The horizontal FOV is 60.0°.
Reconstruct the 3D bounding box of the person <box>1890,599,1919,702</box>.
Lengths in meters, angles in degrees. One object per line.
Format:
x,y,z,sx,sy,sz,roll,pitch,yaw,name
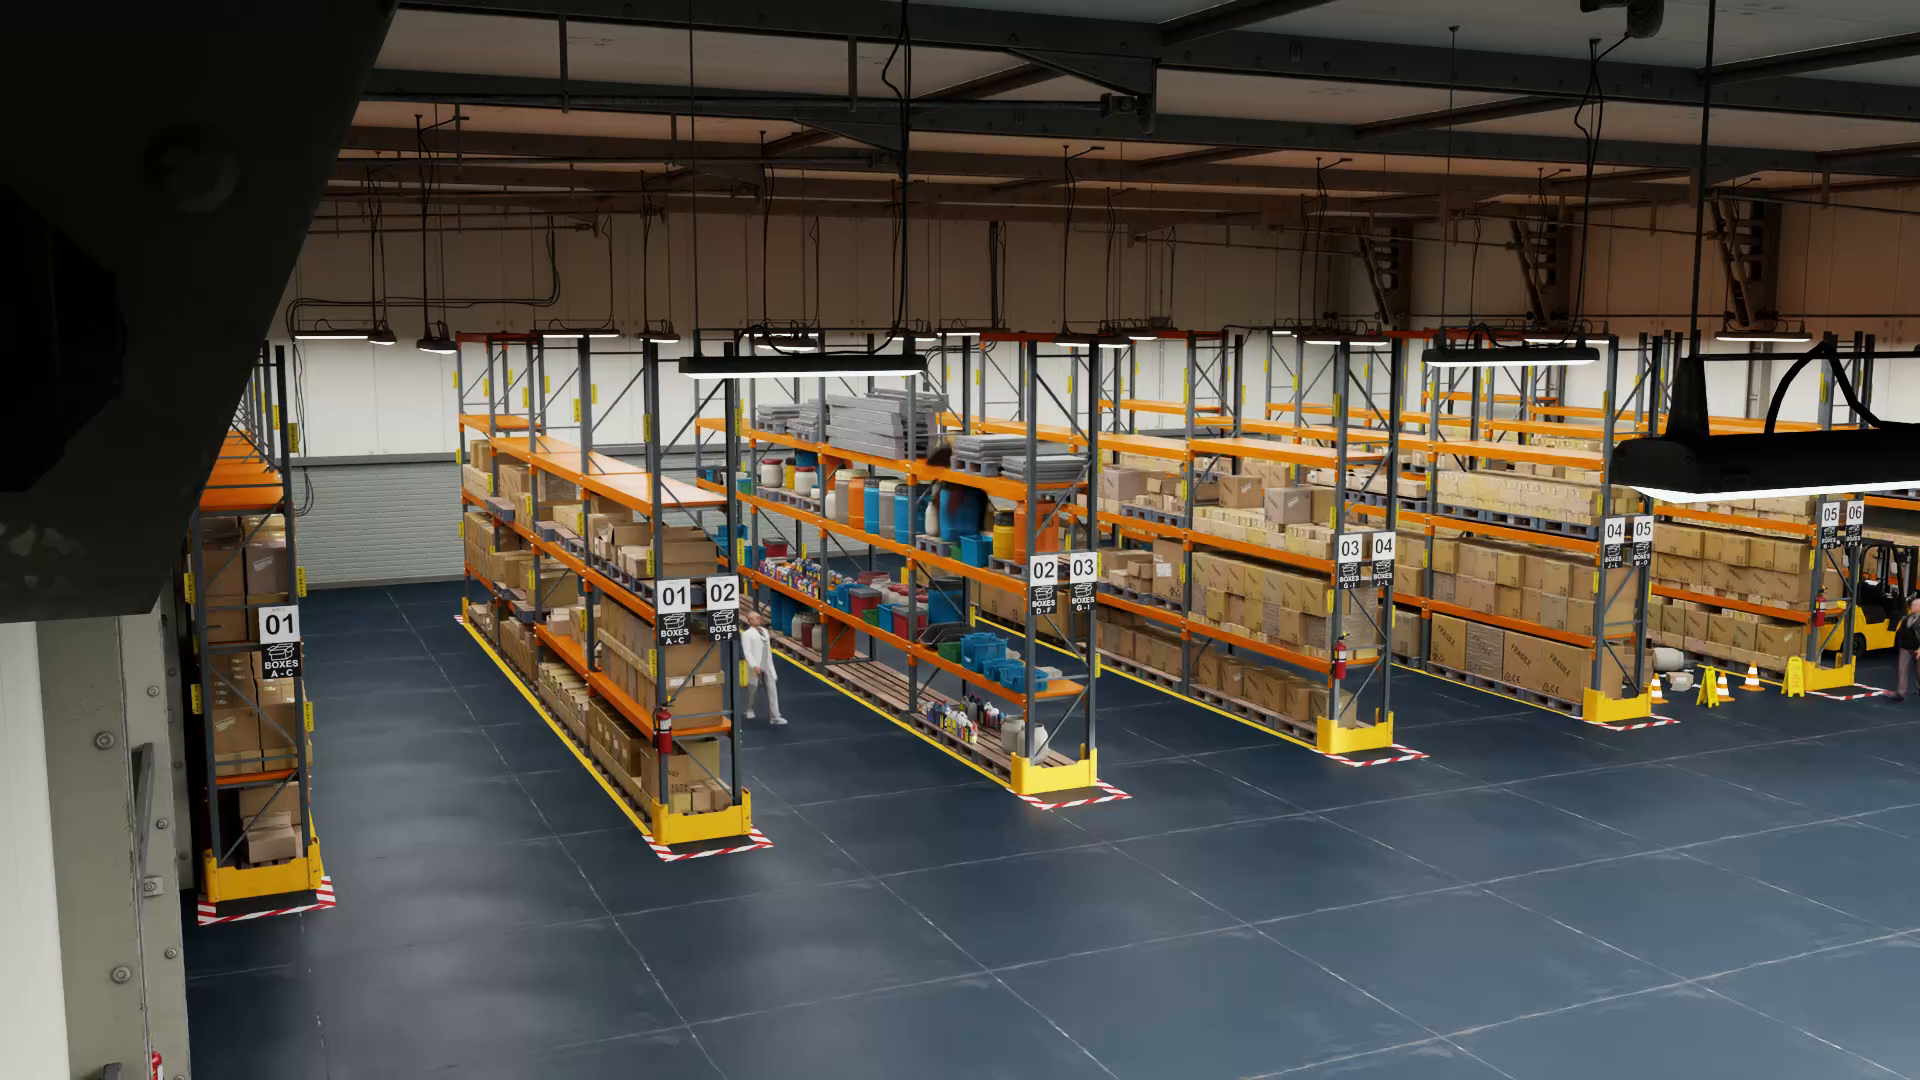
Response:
15.738,1.812,27.417,0.500,1.689,0.987,6,10,39,person

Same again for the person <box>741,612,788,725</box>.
-3.080,1.979,25.767,0.601,1.714,1.087,-5,9,-31,person

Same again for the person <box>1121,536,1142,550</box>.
4.288,-0.372,43.264,0.807,1.739,0.641,-5,9,-32,person
